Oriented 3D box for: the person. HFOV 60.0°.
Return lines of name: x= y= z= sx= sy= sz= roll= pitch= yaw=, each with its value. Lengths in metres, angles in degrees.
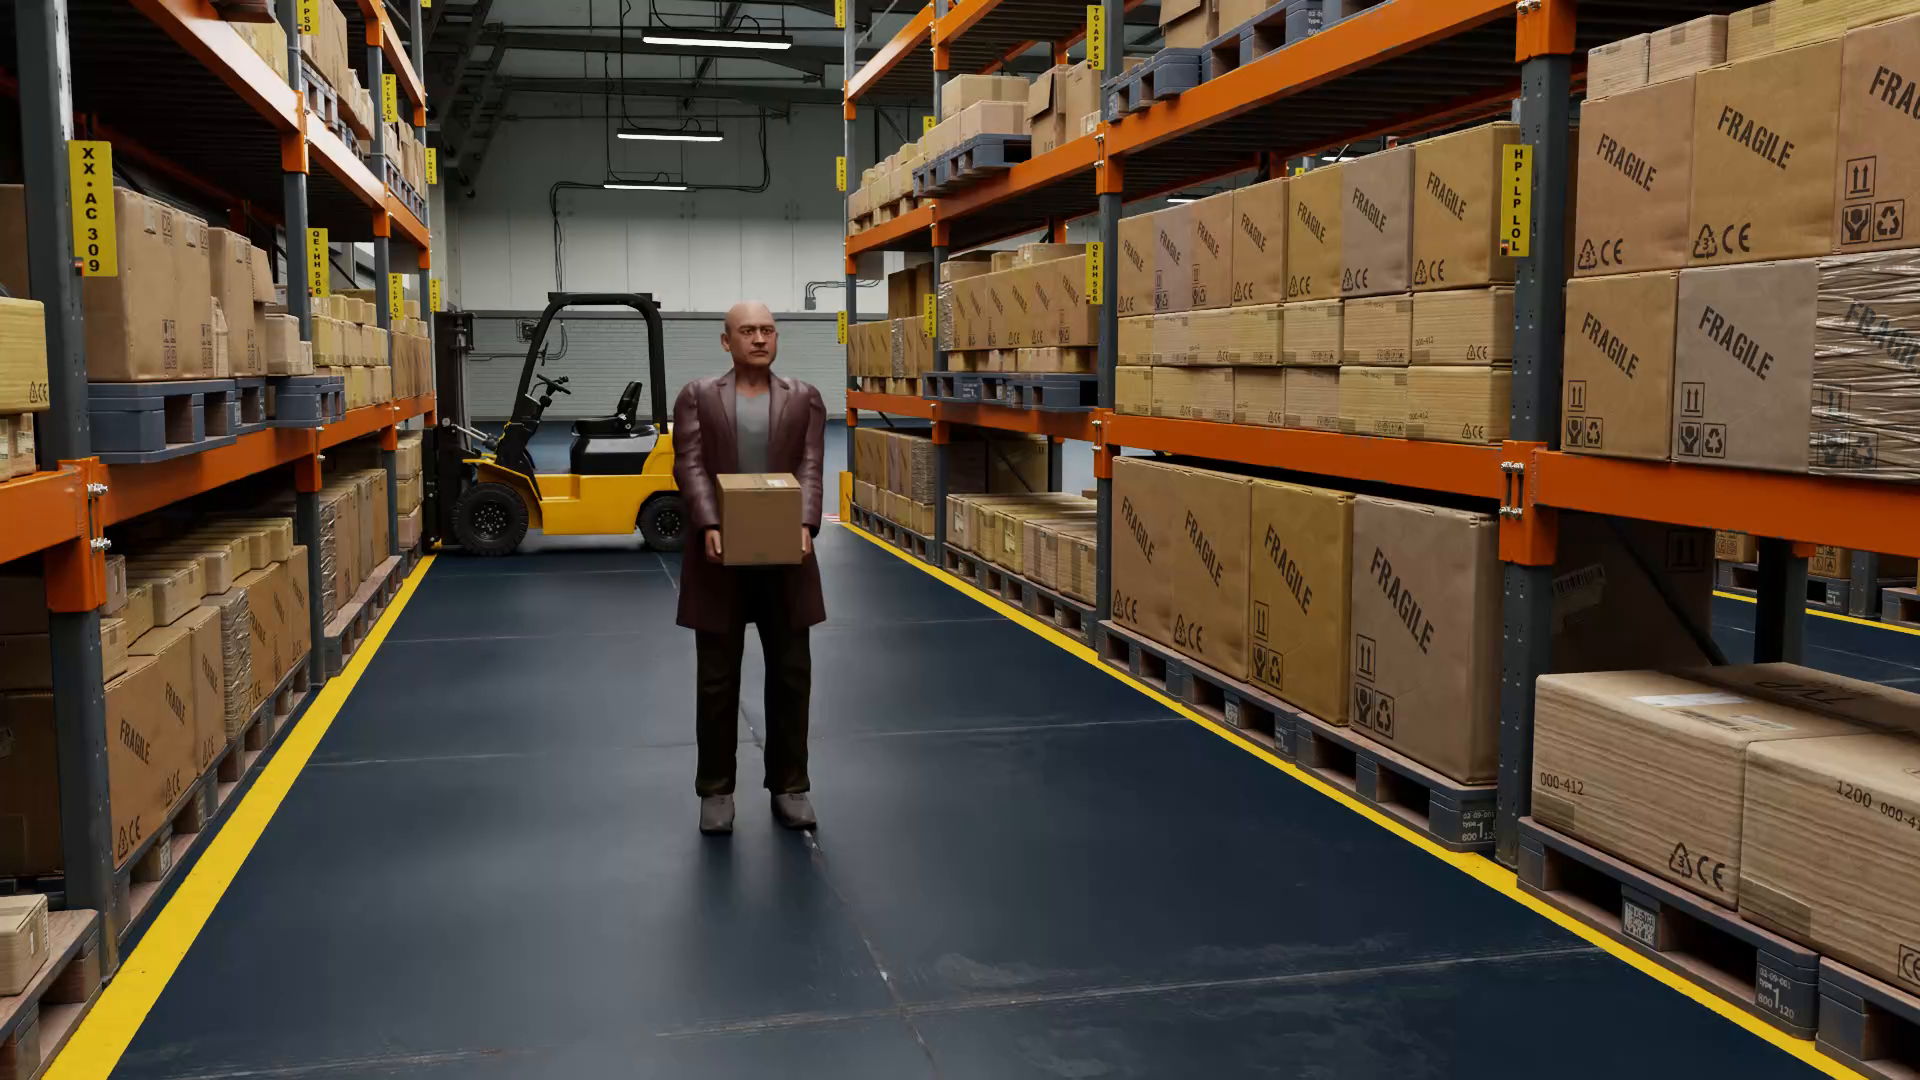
person: x=-0.684 y=0.089 z=5.558 sx=0.526 sy=1.776 sz=0.545 roll=-1 pitch=6 yaw=-13
